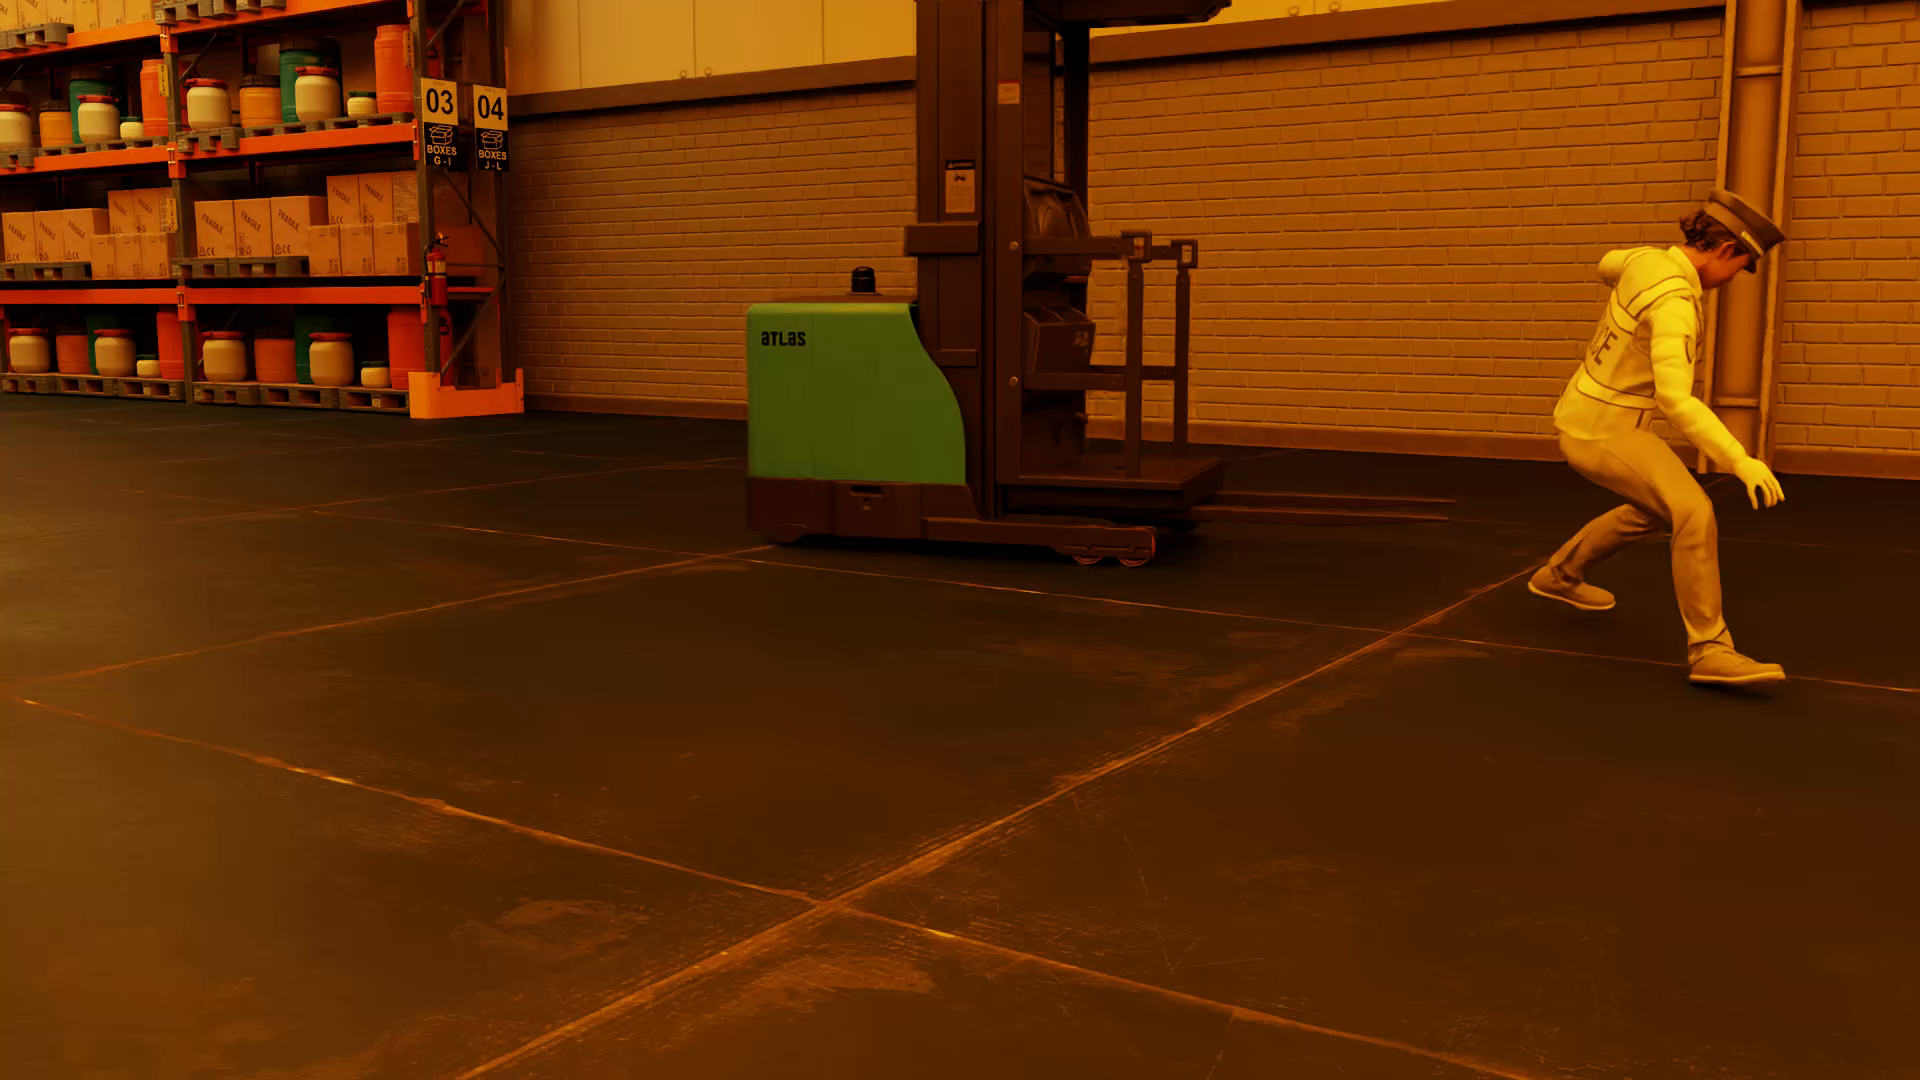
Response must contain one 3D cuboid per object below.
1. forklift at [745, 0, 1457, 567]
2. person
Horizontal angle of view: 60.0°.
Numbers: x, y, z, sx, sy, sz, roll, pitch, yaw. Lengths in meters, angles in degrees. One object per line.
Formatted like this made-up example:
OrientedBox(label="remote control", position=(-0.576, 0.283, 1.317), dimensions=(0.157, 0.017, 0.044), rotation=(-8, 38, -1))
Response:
OrientedBox(label="forklift", position=(0.614, -1.424, 7.208), dimensions=(3.031, 2.935, 1.130), rotation=(3, 9, 19))
OrientedBox(label="person", position=(2.100, -0.342, 5.031), dimensions=(0.705, 1.403, 1.127), rotation=(3, 9, 21))
